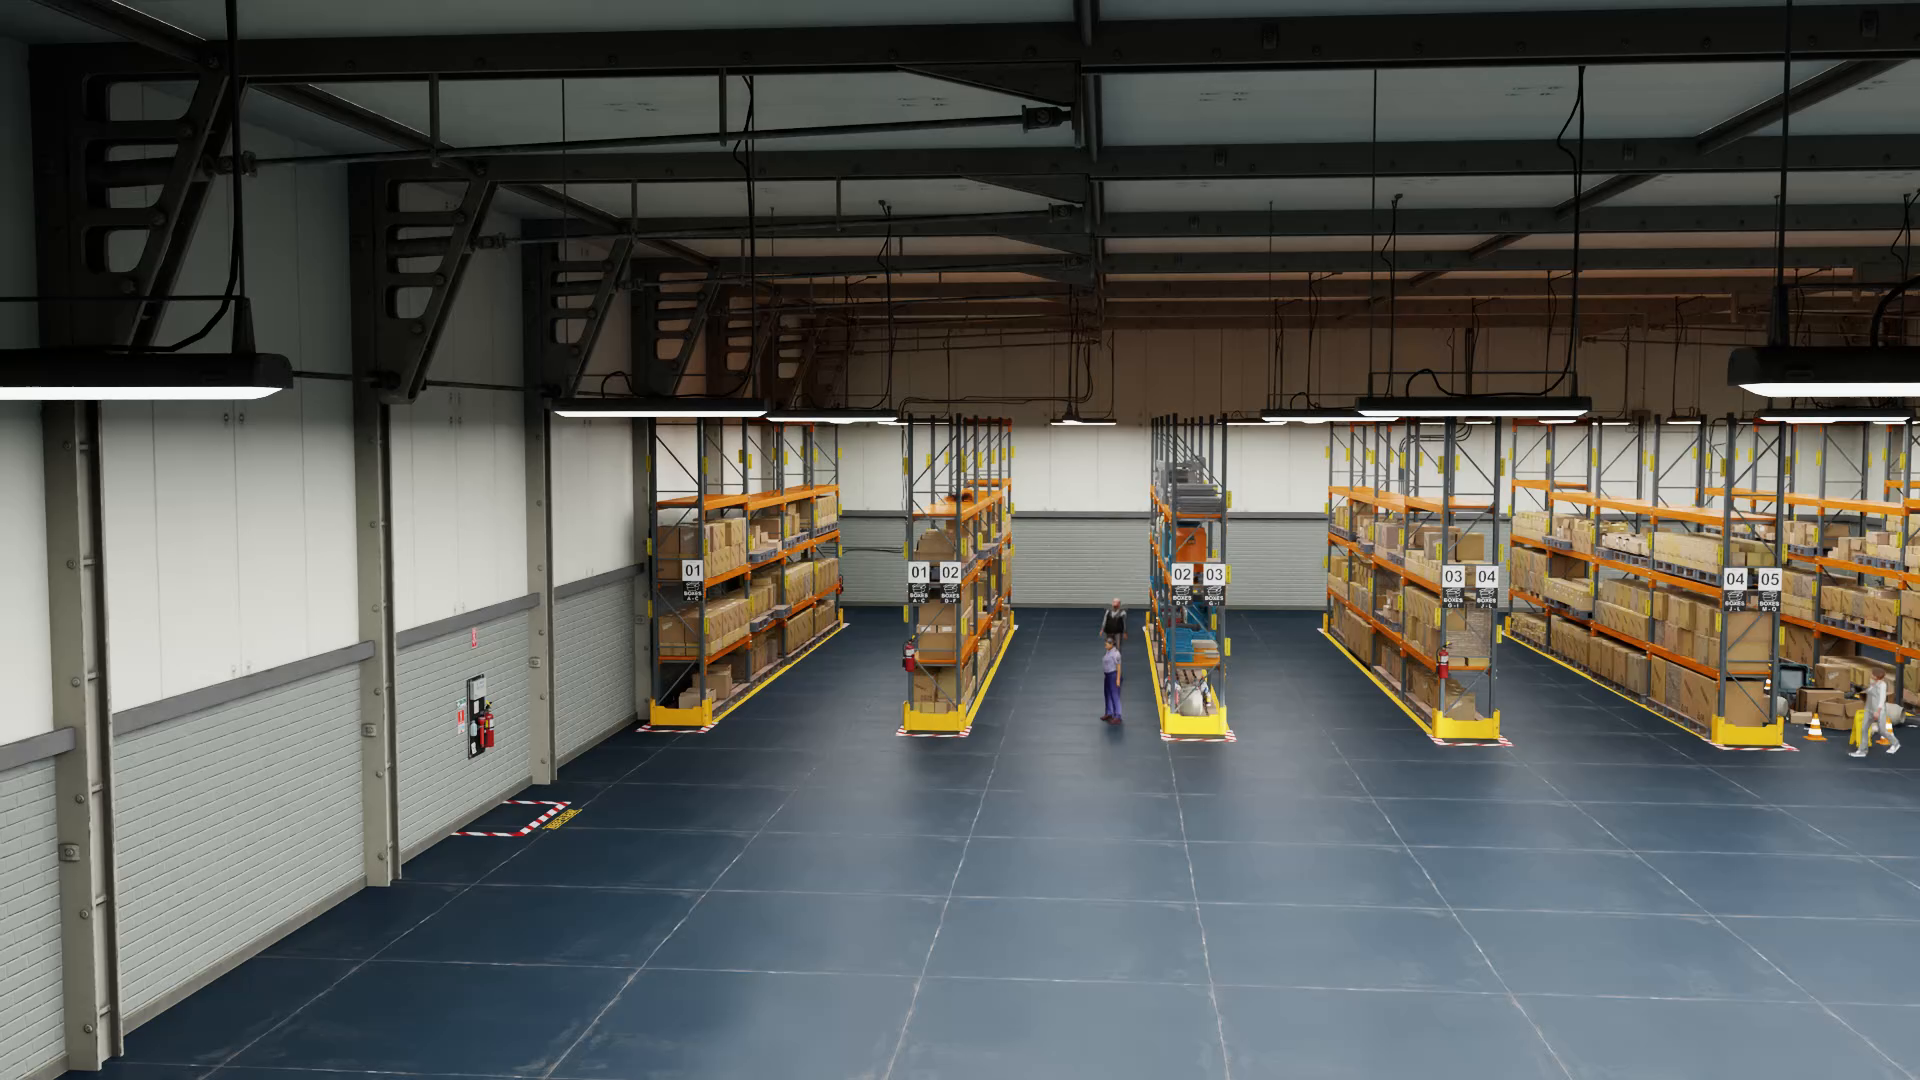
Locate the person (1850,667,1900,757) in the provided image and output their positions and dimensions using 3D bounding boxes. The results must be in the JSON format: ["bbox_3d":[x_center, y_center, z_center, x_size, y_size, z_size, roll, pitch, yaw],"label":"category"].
[{"bbox_3d":[15.938,2.986,28.867,0.864,1.568,0.394,-1,4,-18],"label":"person"}]

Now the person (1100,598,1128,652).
[{"bbox_3d":[3.648,2.226,39.484,0.632,1.671,1.026,1,4,15],"label":"person"}]

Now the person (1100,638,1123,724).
[{"bbox_3d":[2.966,2.728,32.412,0.396,1.636,0.579,-1,4,-14],"label":"person"}]

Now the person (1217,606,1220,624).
[{"bbox_3d":[7.489,1.625,48.674,0.482,1.626,0.780,0,4,-2],"label":"person"}]

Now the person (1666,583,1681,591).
[{"bbox_3d":[20.288,1.668,47.267,1.050,1.735,0.620,0,4,-2],"label":"person"}]
